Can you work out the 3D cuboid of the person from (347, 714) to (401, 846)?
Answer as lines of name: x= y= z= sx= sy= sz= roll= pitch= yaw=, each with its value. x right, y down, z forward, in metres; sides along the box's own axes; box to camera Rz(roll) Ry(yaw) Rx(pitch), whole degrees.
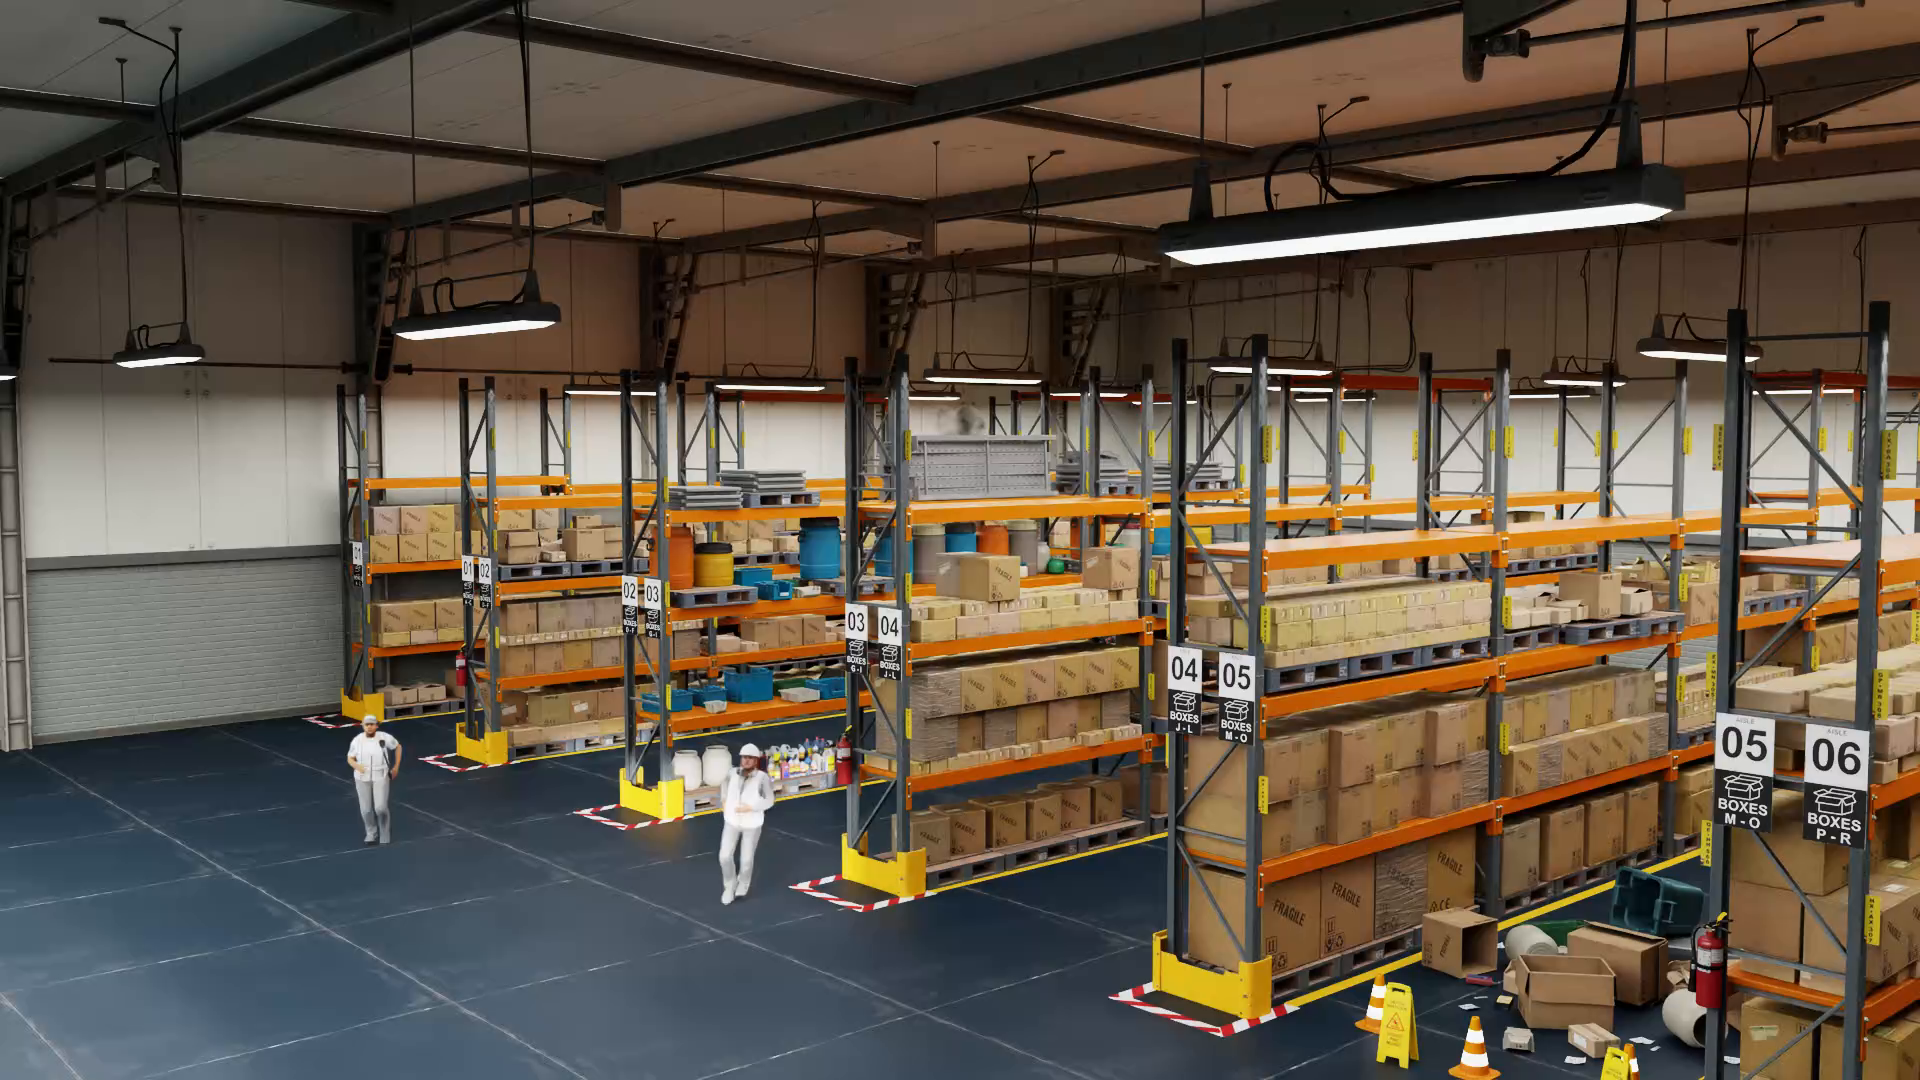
person: x=-7.278 y=2.995 z=20.655 sx=0.624 sy=1.674 sz=0.651 roll=-1 pitch=4 yaw=-14

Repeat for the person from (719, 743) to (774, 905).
person: x=-2.333 y=3.104 z=18.216 sx=0.649 sy=1.791 sz=0.652 roll=0 pitch=4 yaw=7

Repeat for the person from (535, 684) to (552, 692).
person: x=-7.123 y=2.455 z=28.708 sx=0.607 sy=1.646 sz=0.579 roll=4 pitch=5 yaw=45
